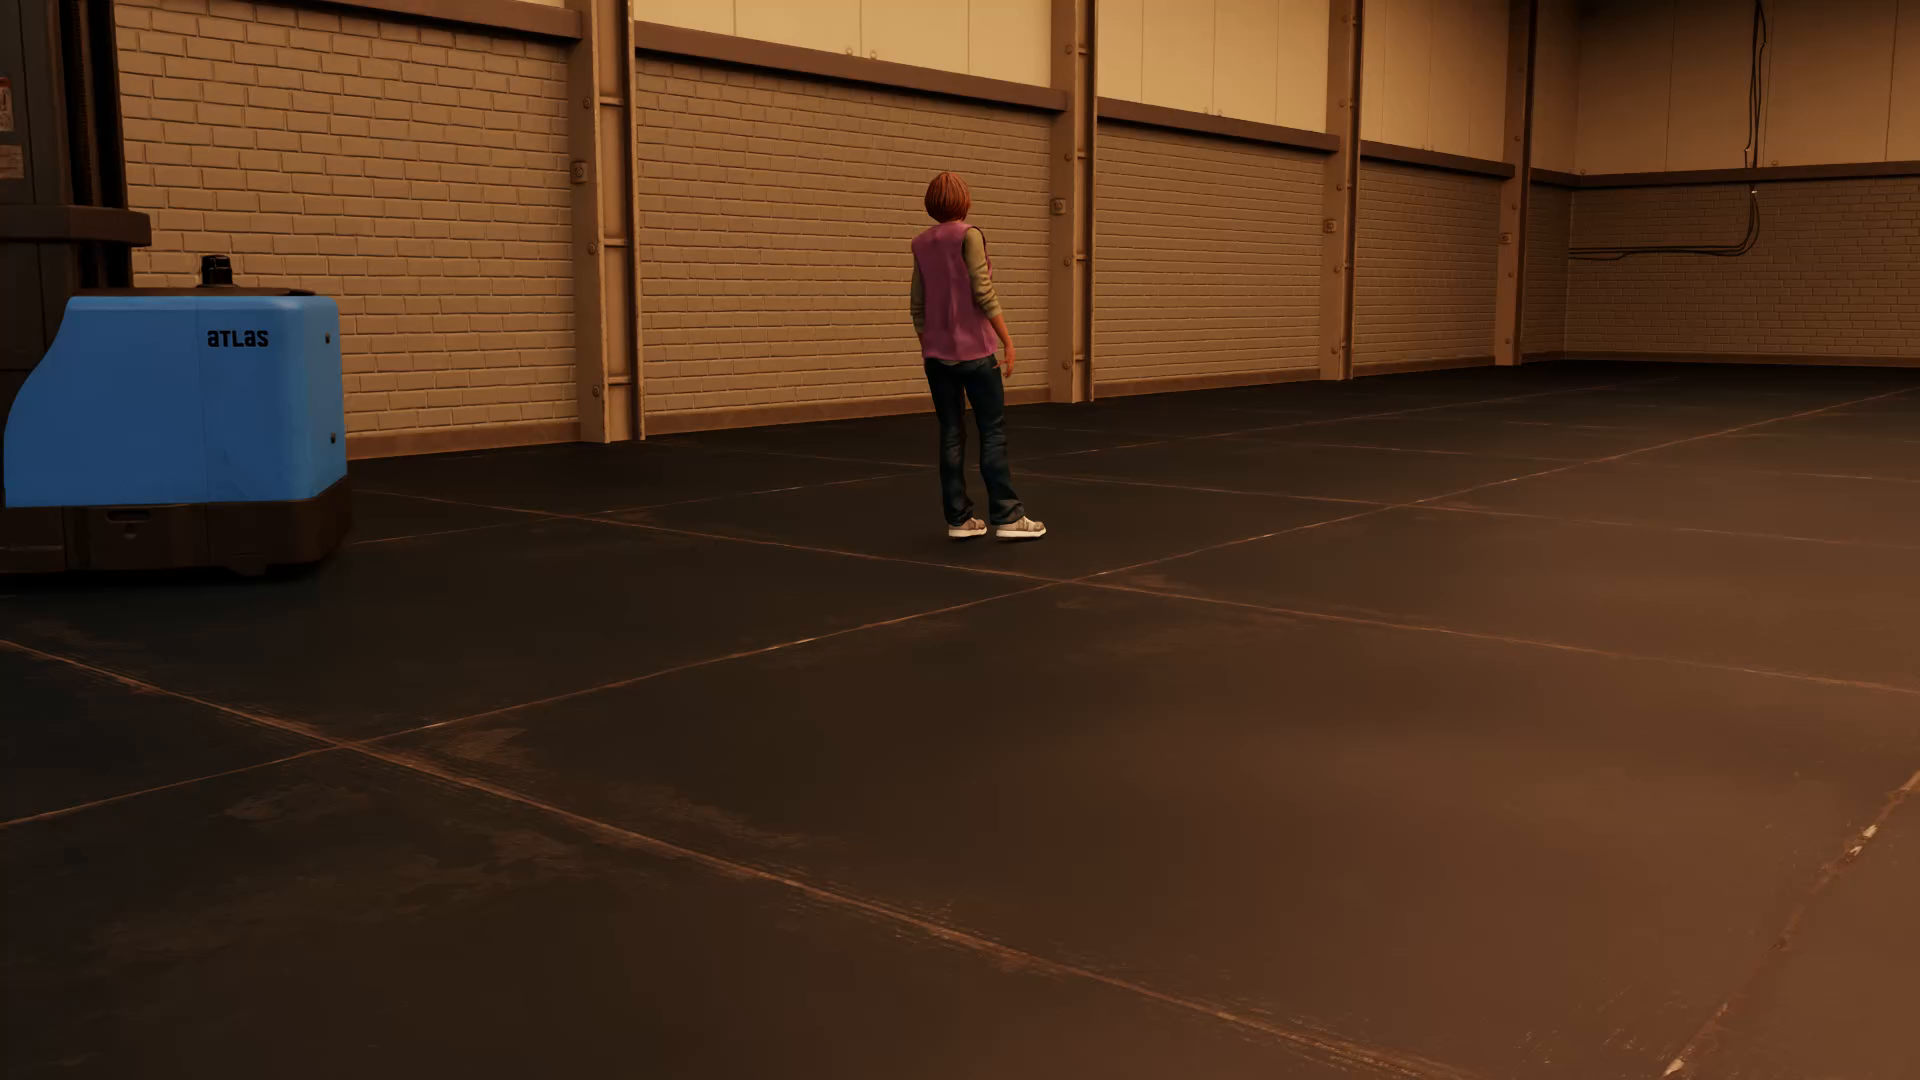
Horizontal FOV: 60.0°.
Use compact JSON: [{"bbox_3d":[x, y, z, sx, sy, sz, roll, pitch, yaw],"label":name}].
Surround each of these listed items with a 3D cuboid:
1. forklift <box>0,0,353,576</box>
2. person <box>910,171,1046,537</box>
[{"bbox_3d":[-4.031,-1.320,6.303,3.031,2.935,1.130,-2,9,-12],"label":"forklift"},{"bbox_3d":[0.058,-0.803,7.337,0.520,1.595,0.473,7,11,38],"label":"person"}]
